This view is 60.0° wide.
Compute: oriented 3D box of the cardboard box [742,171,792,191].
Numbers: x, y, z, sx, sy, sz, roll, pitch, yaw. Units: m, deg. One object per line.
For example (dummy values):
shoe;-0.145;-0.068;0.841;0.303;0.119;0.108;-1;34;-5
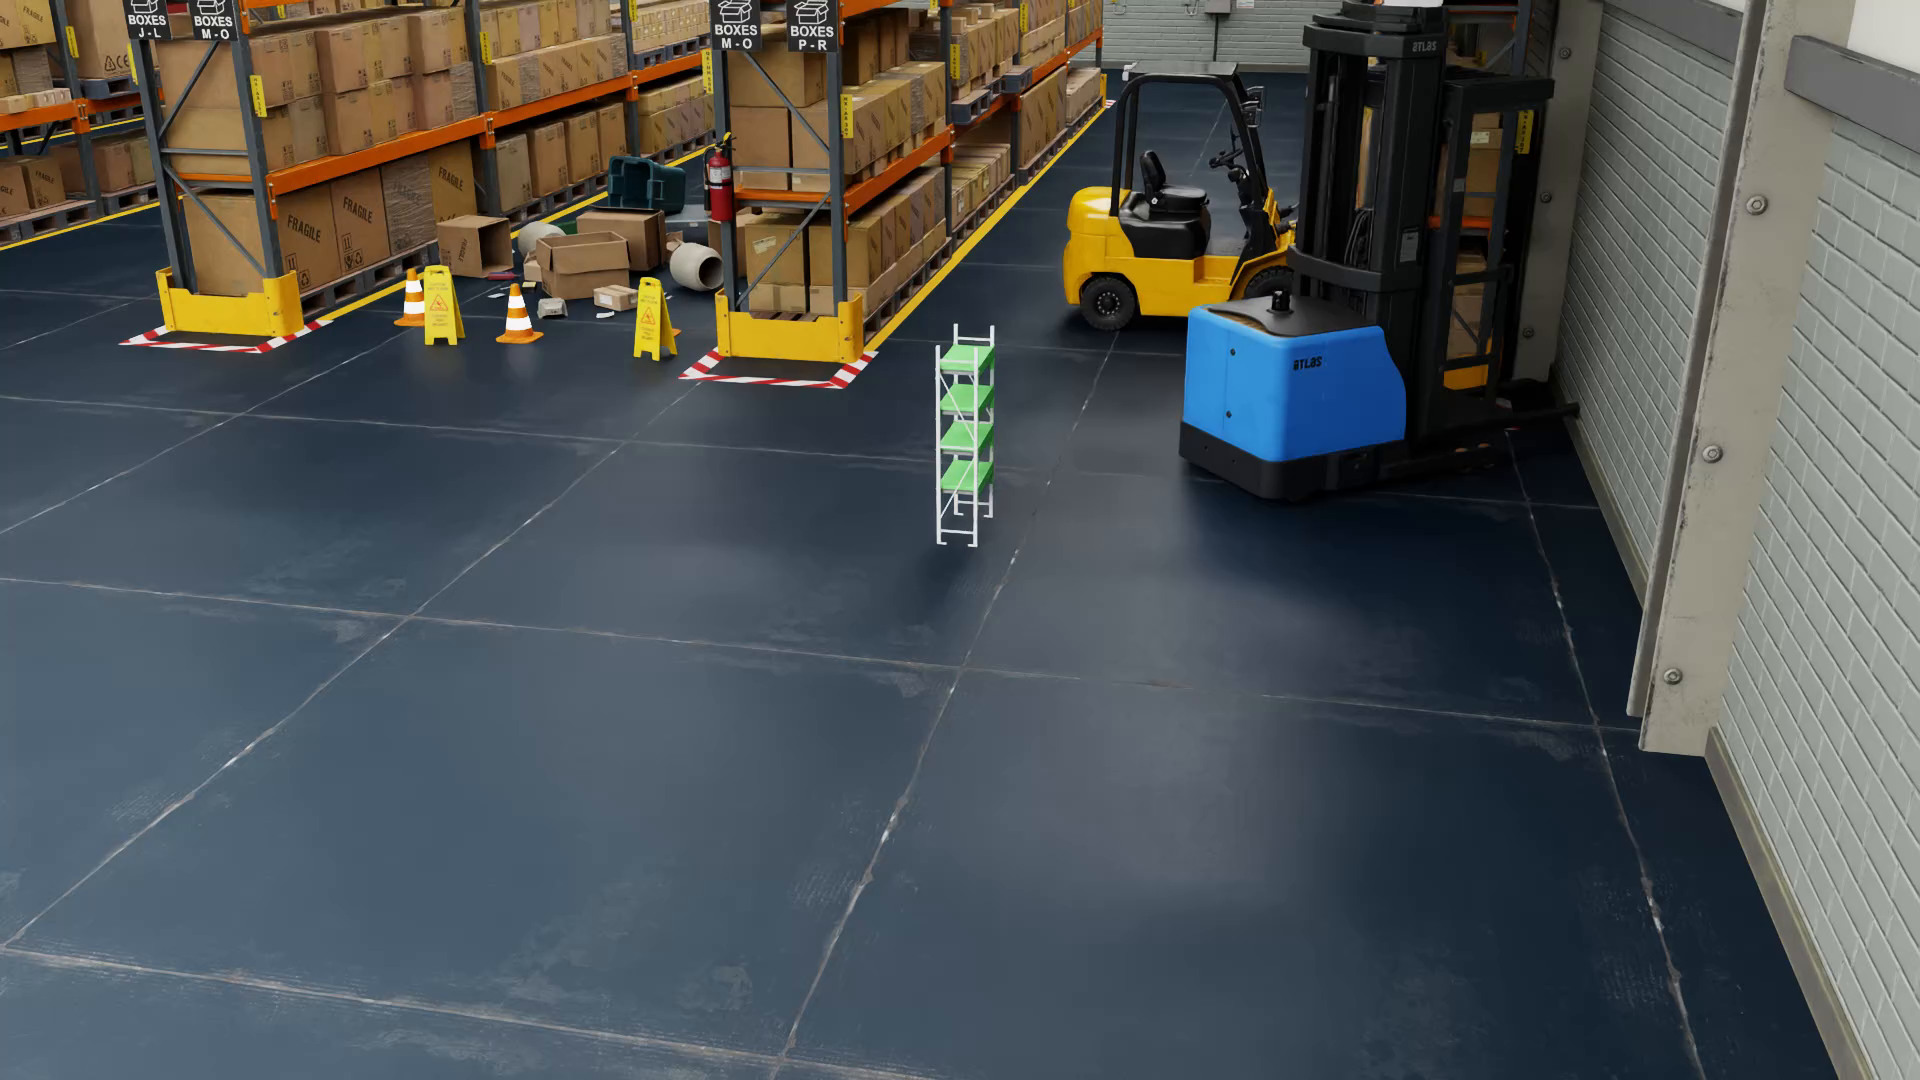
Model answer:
cardboard box;-1.535;-2.925;13.439;0.380;0.149;0.250;5;23;13

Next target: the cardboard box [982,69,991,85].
cardboard box;0.130;-5.083;18.233;0.380;0.149;0.250;5;23;13

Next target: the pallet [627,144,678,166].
pallet;-4.475;-5.147;22.352;1.003;0.211;1.213;4;22;11

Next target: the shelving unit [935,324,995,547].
shelving unit;0.034;-0.617;9.780;0.258;1.200;0.503;4;22;11

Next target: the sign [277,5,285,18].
sign;-8.938;-7.033;21.856;0.100;0.325;0.005;4;22;11

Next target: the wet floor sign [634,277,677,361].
wet floor sign;-2.488;-1.809;13.481;0.267;0.644;0.232;13;25;29

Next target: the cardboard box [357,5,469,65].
cardboard box;-5.561;-5.130;16.931;0.875;0.550;0.550;4;22;11

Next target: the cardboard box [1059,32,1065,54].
cardboard box;1.202;-7.025;23.482;0.500;0.250;0.500;4;22;10

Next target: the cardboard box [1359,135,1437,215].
cardboard box;3.301;-2.758;12.553;0.500;0.500;0.500;4;22;10

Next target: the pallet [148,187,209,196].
pallet;-9.883;-4.546;20.859;1.003;0.211;1.213;4;22;11

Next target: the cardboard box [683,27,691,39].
cardboard box;-3.970;-7.059;23.140;0.380;0.149;0.250;5;23;13

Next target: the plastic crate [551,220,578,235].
plastic crate;-4.205;-3.251;17.598;0.450;0.188;0.662;7;21;42

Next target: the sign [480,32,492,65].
sign;-4.909;-5.089;17.209;0.100;0.325;0.005;4;22;11

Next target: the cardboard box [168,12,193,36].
cardboard box;-9.558;-6.399;21.031;0.700;0.500;0.500;8;23;19

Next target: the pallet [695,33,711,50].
pallet;-4.118;-7.261;24.123;1.003;0.211;1.213;4;22;11

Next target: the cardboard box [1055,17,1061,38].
cardboard box;1.100;-7.077;22.942;0.500;0.250;0.500;5;22;12

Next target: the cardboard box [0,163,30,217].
cardboard box;-10.517;-3.789;18.031;0.500;0.500;0.500;12;25;28

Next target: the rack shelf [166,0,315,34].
rack shelf;-5.860;-5.018;15.247;1.077;0.370;4.000;4;22;11

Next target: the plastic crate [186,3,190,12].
plastic crate;-13.012;-8.928;28.084;0.437;0.282;0.530;4;22;11

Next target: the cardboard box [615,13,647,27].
cardboard box;-4.300;-6.762;21.606;0.380;0.149;0.250;4;22;9

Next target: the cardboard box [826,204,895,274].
cardboard box;-0.860;-2.630;14.484;0.500;0.500;0.500;4;22;9

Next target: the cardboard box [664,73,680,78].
cardboard box;-4.335;-6.556;23.897;0.500;0.250;0.500;5;22;12

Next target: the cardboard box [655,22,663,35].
cardboard box;-4.185;-6.822;22.154;0.380;0.149;0.250;5;22;11

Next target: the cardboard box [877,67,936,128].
cardboard box;-0.531;-4.166;15.650;0.500;0.500;0.500;5;23;13

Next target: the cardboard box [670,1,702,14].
cardboard box;-3.873;-7.522;23.493;0.380;0.149;0.250;4;22;11

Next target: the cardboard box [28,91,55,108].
cardboard box;-10.104;-4.799;18.090;0.380;0.149;0.250;4;22;11

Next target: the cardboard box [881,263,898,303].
cardboard box;-0.855;-2.268;14.589;0.500;0.250;0.500;5;23;13

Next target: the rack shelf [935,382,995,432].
rack shelf;0.034;-0.780;9.714;0.258;0.148;0.480;4;22;11

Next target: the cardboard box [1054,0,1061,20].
cardboard box;1.103;-7.415;22.779;0.500;0.500;0.500;5;22;12

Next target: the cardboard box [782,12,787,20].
cardboard box;-3.048;-8.707;26.926;0.500;0.500;0.500;5;22;11

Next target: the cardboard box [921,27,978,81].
cardboard box;-0.108;-5.064;17.318;0.500;0.500;0.500;5;22;11

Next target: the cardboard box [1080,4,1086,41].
cardboard box;1.613;-7.841;25.173;0.500;0.500;0.500;5;22;11

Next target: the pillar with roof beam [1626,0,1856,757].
pillar with roof beam;-0.956;-3.614;6.783;9.100;9.000;0.400;4;22;11

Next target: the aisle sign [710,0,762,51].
aisle sign;-1.698;-4.094;12.525;0.394;0.787;0.004;4;22;11

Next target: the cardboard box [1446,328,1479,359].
cardboard box;3.750;-1.596;12.920;0.500;0.250;0.500;5;22;11

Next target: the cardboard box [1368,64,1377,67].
cardboard box;3.758;-4.083;14.577;0.380;0.149;0.250;5;22;12

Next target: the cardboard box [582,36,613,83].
cardboard box;-4.568;-5.834;20.190;0.500;0.500;0.500;4;22;11

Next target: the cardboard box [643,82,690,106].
cardboard box;-4.041;-6.137;22.858;0.500;0.250;0.500;5;22;11

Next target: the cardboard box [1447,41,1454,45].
cardboard box;5.184;-5.361;18.148;0.380;0.149;0.250;4;22;10

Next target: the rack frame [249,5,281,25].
rack frame;-9.471;-6.570;22.152;1.000;3.000;0.127;4;22;11

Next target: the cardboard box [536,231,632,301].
cardboard box;-3.522;-2.566;15.552;0.797;0.503;0.637;-11;25;-26

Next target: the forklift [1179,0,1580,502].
forklift;3.007;-1.964;10.806;3.031;2.935;1.130;-11;24;-25

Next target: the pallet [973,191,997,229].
pallet;-0.182;-3.791;18.983;1.003;0.211;1.213;4;22;11

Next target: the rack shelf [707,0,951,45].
rack shelf;-0.994;-4.678;14.402;1.077;0.370;4.000;4;22;11

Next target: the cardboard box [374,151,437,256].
cardboard box;-5.829;-3.347;16.430;0.875;0.875;0.875;5;22;11

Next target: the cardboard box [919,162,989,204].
cardboard box;-0.198;-4.037;18.818;0.950;0.372;0.625;5;23;13

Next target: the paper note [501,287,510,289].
paper note;-4.307;-2.392;15.780;0.032;0.001;0.123;18;28;38

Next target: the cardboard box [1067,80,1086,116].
cardboard box;1.462;-6.833;25.672;0.875;0.438;0.875;4;22;9

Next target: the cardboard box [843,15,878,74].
cardboard box;-1.142;-4.489;15.114;0.700;0.500;0.500;4;22;10

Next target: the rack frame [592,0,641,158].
rack frame;-4.636;-6.155;21.121;1.000;3.000;0.127;4;22;11

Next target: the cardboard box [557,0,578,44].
cardboard box;-4.942;-6.129;19.584;0.700;0.500;0.500;4;22;10

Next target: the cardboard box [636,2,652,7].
cardboard box;-4.561;-7.482;23.395;0.380;0.149;0.250;4;22;10
